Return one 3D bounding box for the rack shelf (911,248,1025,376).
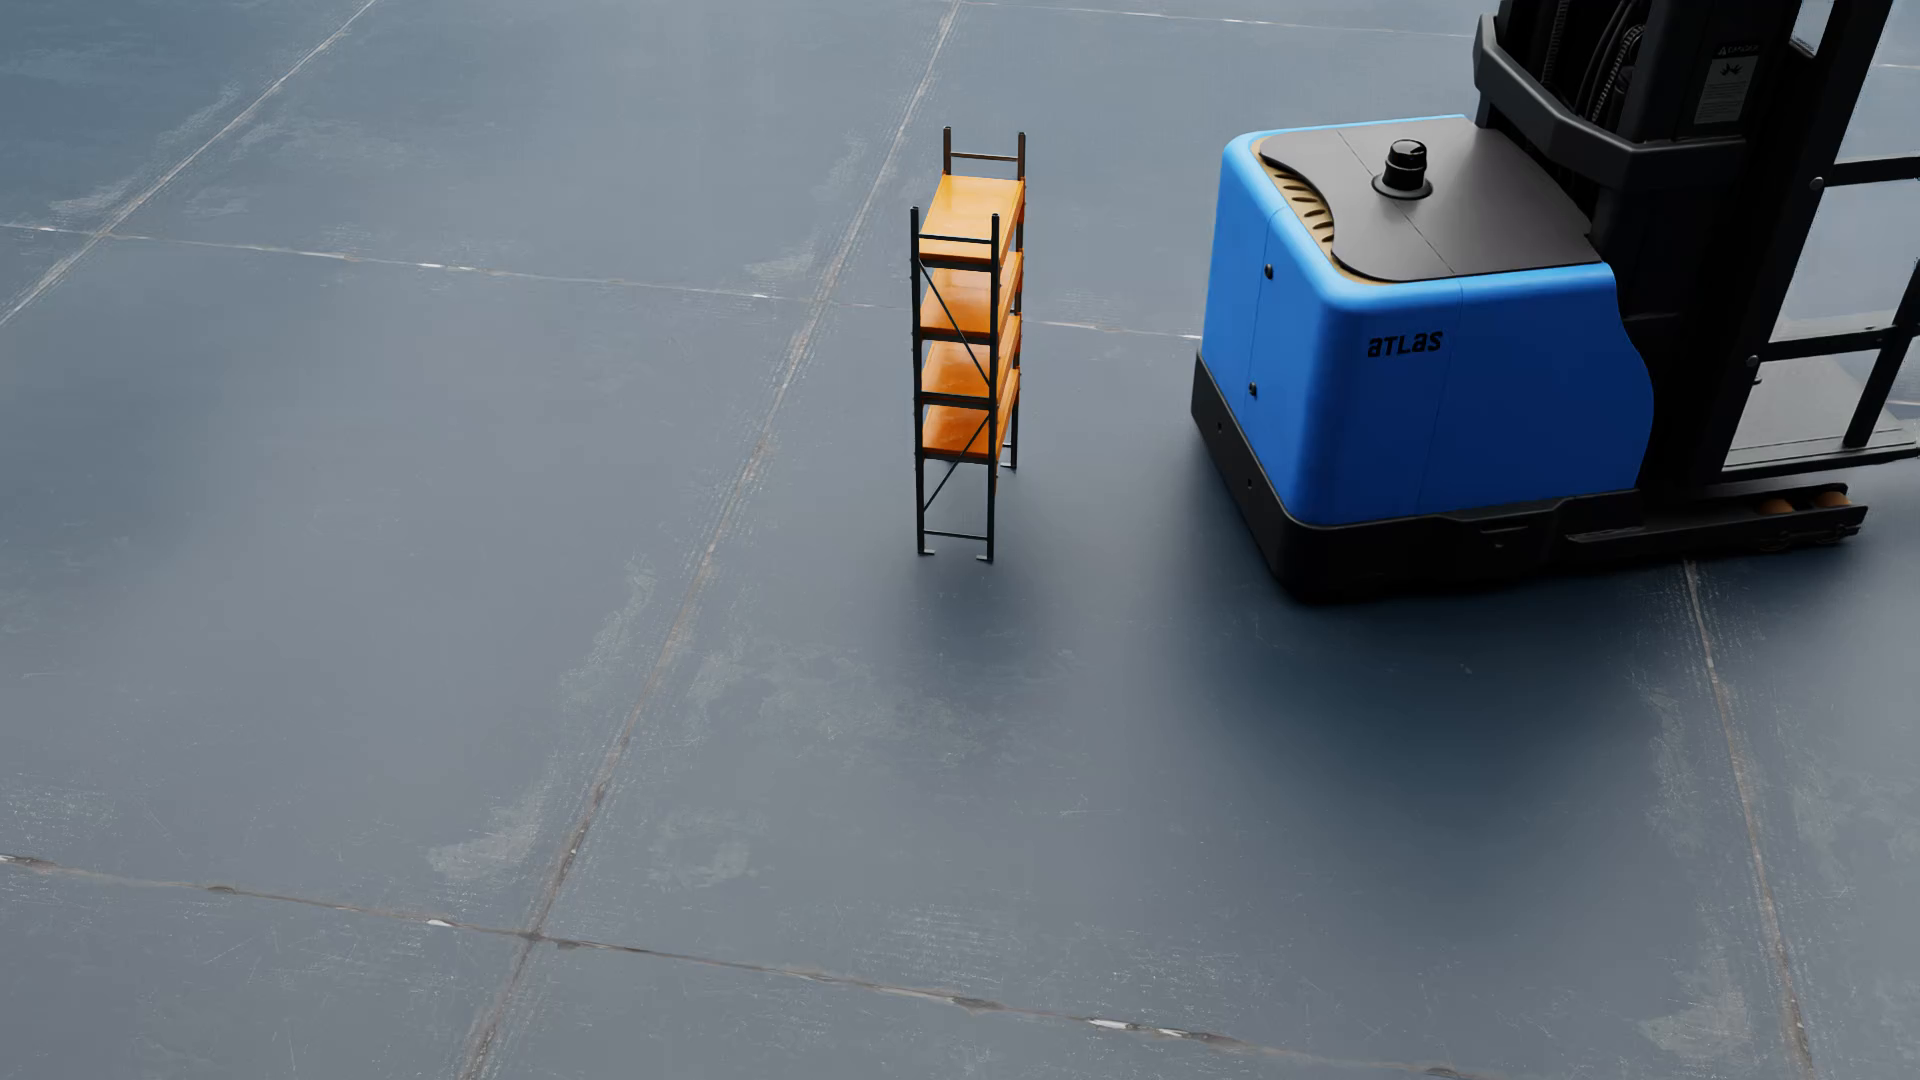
[{"bbox_3d":[0.029,-0.687,4.894,0.258,0.148,0.480,6,40,8],"label":"rack shelf"}]

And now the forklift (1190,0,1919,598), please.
[{"bbox_3d":[2.354,-1.418,4.665,3.031,2.935,1.130,-7,40,-8],"label":"forklift"}]

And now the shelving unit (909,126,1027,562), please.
[{"bbox_3d":[0.029,-0.566,4.993,0.258,1.200,0.503,6,40,8],"label":"shelving unit"}]

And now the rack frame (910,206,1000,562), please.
[{"bbox_3d":[-0.014,-0.413,4.808,0.240,1.200,0.015,6,40,8],"label":"rack frame"}]

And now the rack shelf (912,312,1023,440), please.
[{"bbox_3d":[0.029,-0.514,5.036,0.258,0.148,0.480,6,40,8],"label":"rack shelf"}]

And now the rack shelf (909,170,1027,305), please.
[{"bbox_3d":[0.029,-0.869,4.743,0.258,0.148,0.480,6,40,8],"label":"rack shelf"}]

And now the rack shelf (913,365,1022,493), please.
[{"bbox_3d":[0.029,-0.361,5.163,0.258,0.148,0.480,6,40,8],"label":"rack shelf"}]

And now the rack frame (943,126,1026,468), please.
[{"bbox_3d":[0.071,-0.719,5.179,0.240,1.200,0.015,6,40,8],"label":"rack frame"}]
